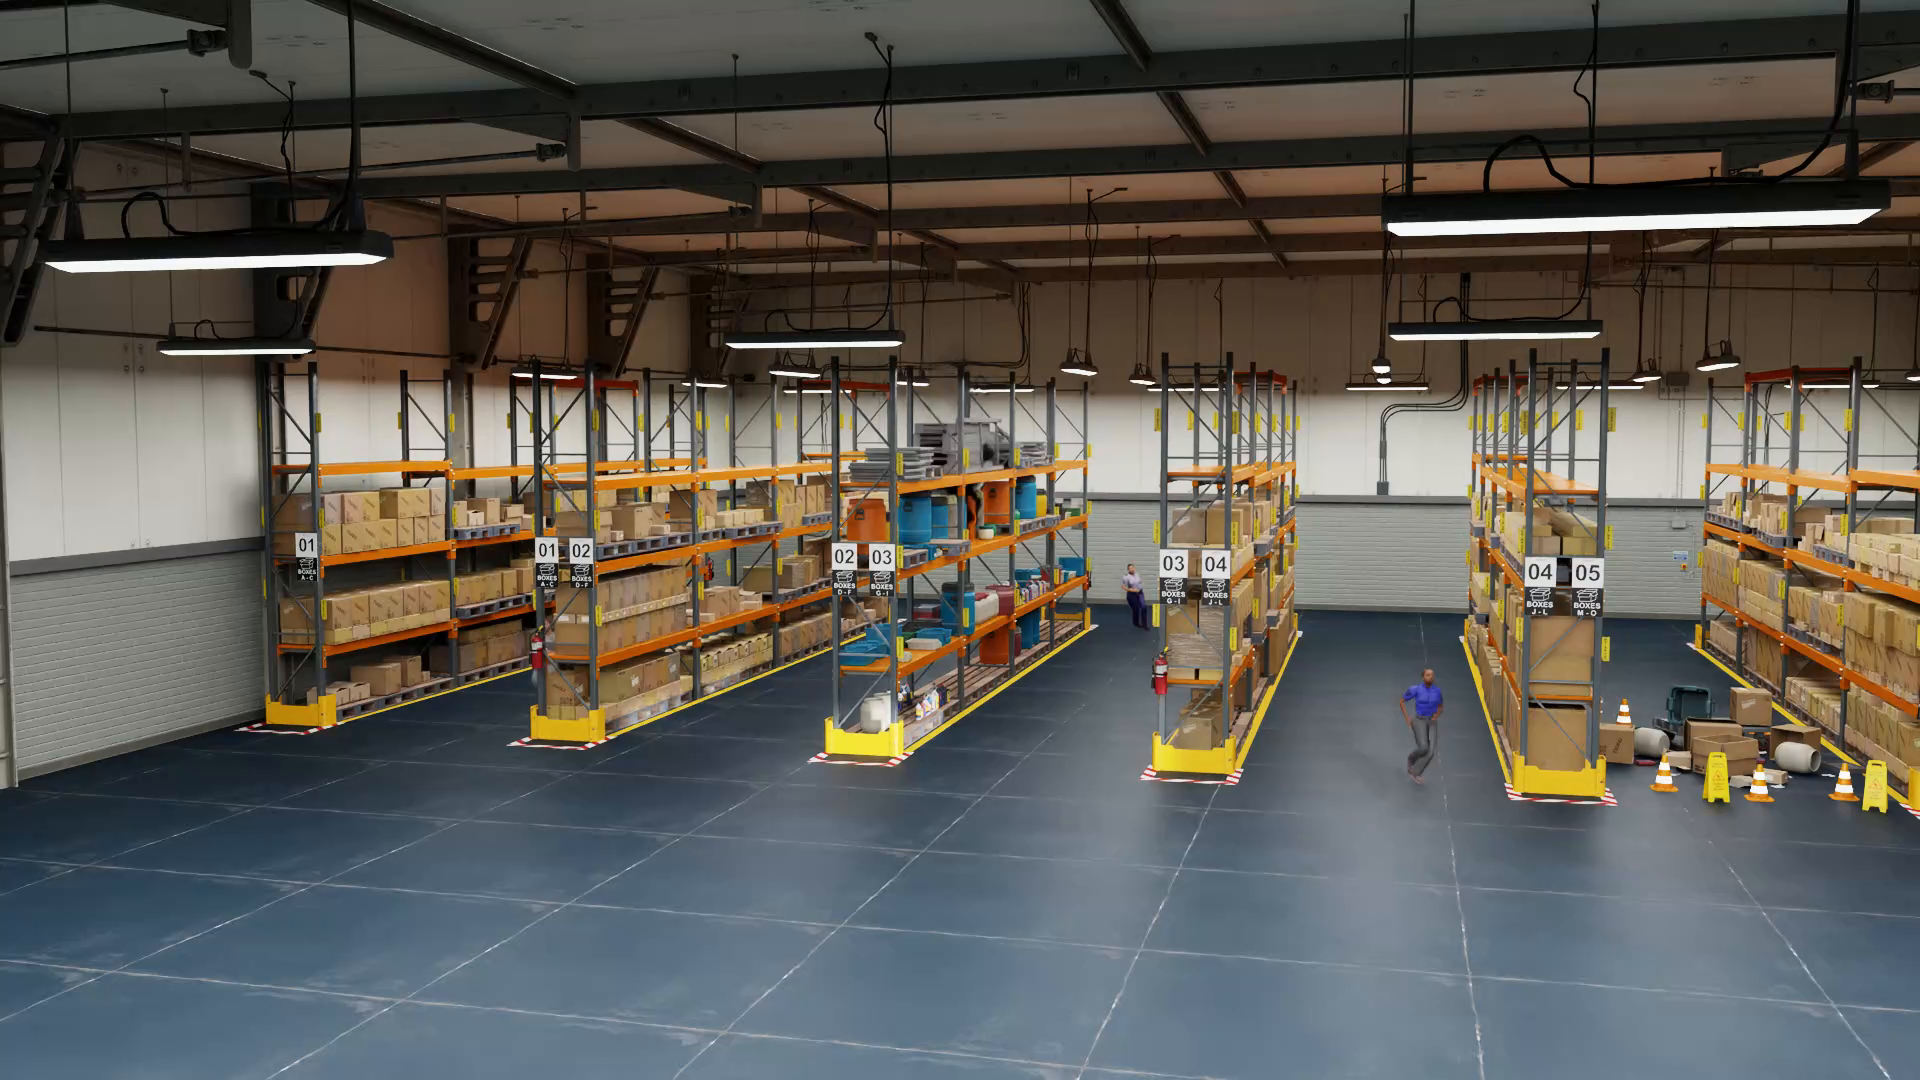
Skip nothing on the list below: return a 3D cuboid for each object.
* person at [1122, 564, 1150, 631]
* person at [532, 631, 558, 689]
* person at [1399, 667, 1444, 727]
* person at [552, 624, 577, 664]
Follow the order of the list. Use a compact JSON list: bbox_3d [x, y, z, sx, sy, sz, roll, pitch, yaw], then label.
[{"bbox_3d":[4.206,1.389,40.206,0.653,1.644,0.623,-1,4,-19],"label":"person"},{"bbox_3d":[-7.171,2.250,28.942,0.542,1.389,0.681,1,4,15],"label":"person"},{"bbox_3d":[6.478,2.189,23.129,0.585,0.819,0.479,-1,4,-15],"label":"person"},{"bbox_3d":[-7.185,1.995,30.432,0.707,1.725,0.667,1,4,10],"label":"person"}]
